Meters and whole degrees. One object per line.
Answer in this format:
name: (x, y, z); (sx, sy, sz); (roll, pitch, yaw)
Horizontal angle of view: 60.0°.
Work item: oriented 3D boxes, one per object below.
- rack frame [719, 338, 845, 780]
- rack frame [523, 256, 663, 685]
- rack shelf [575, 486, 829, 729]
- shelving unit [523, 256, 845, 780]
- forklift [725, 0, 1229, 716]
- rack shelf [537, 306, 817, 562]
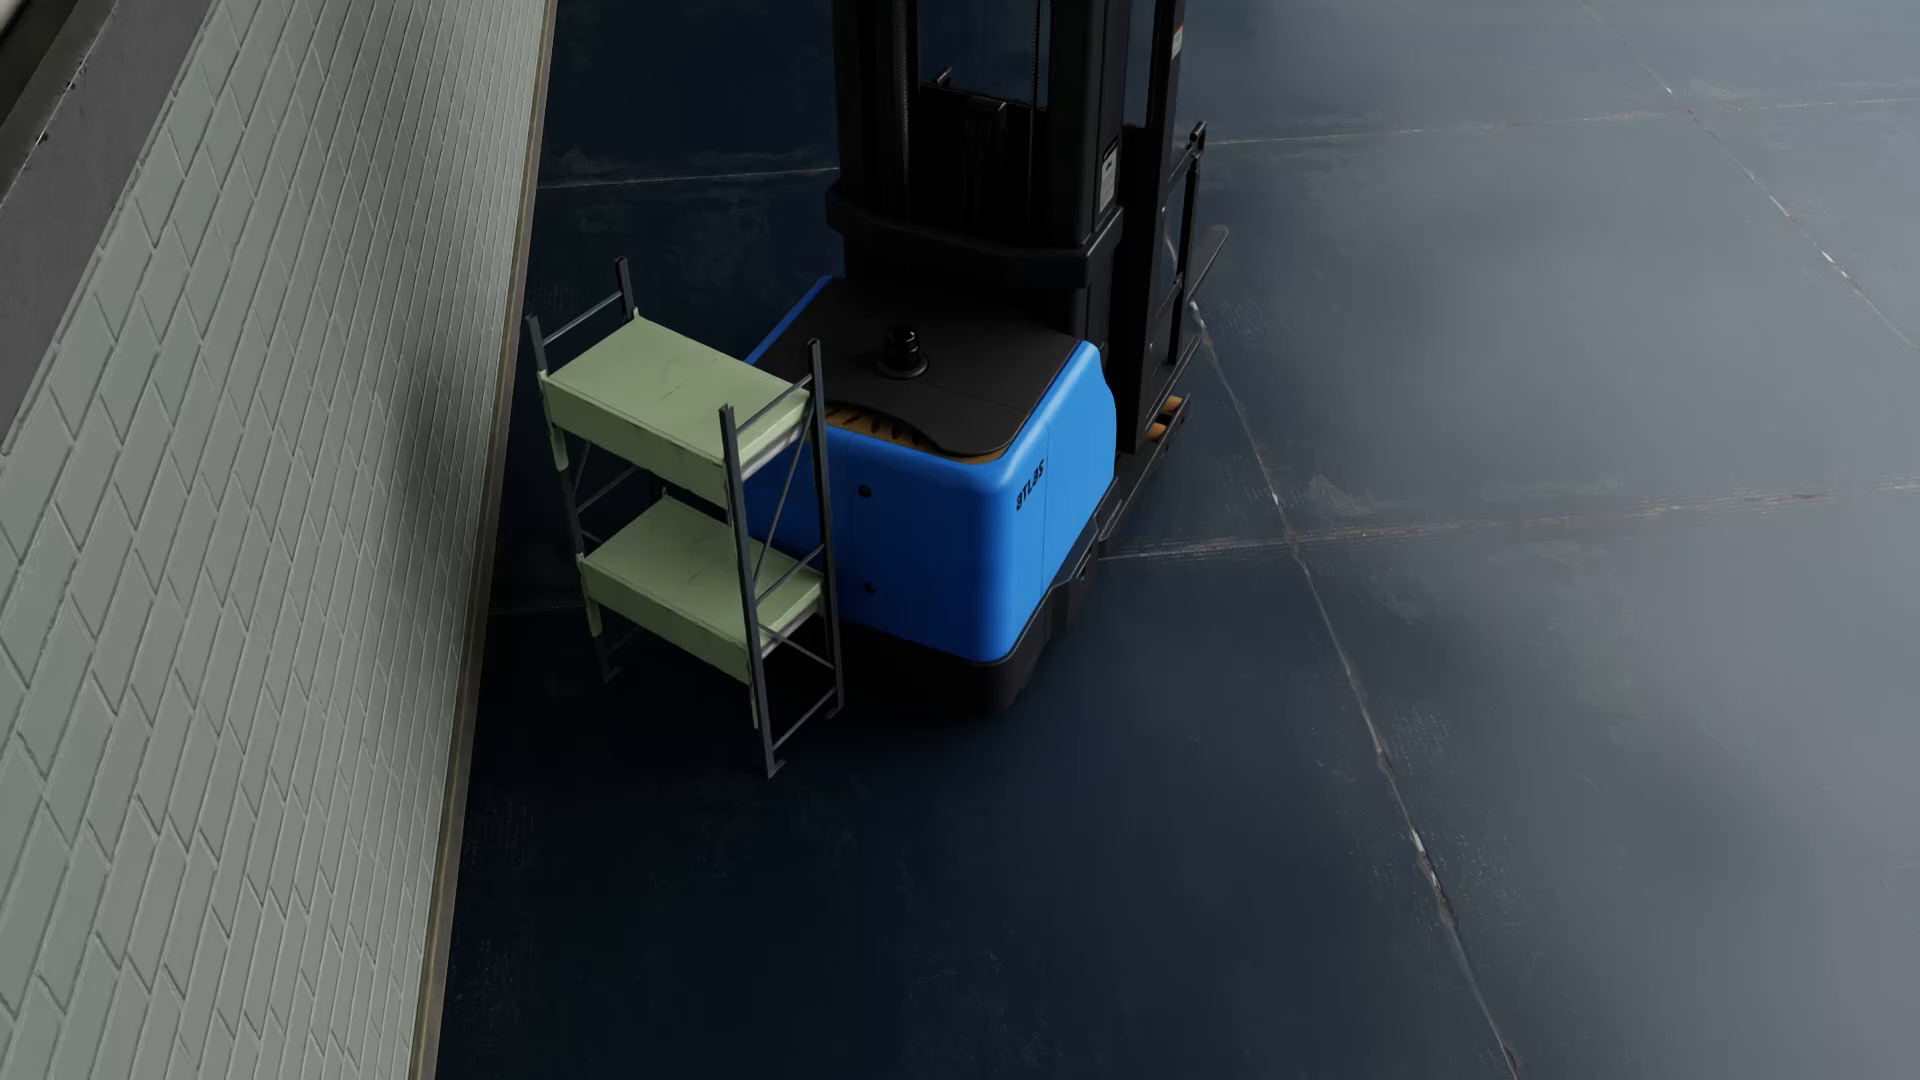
rack frame: (-0.515, 0.107, 5.012); (0.023, 1.500, 0.400); (25, 48, 25)
rack frame: (-1.113, -0.175, 5.324); (0.023, 1.500, 0.400); (25, 48, 25)
rack shelf: (-0.814, 0.208, 5.386); (0.720, 0.370, 0.431); (25, 48, 25)
shelving unit: (-0.814, -0.034, 5.168); (0.755, 1.500, 0.431); (25, 48, 25)
forklift: (0.277, -1.499, 5.723); (1.130, 2.935, 3.031); (17, 45, 18)
rack shelf: (-0.814, -0.324, 4.907); (0.720, 0.370, 0.431); (25, 48, 25)
